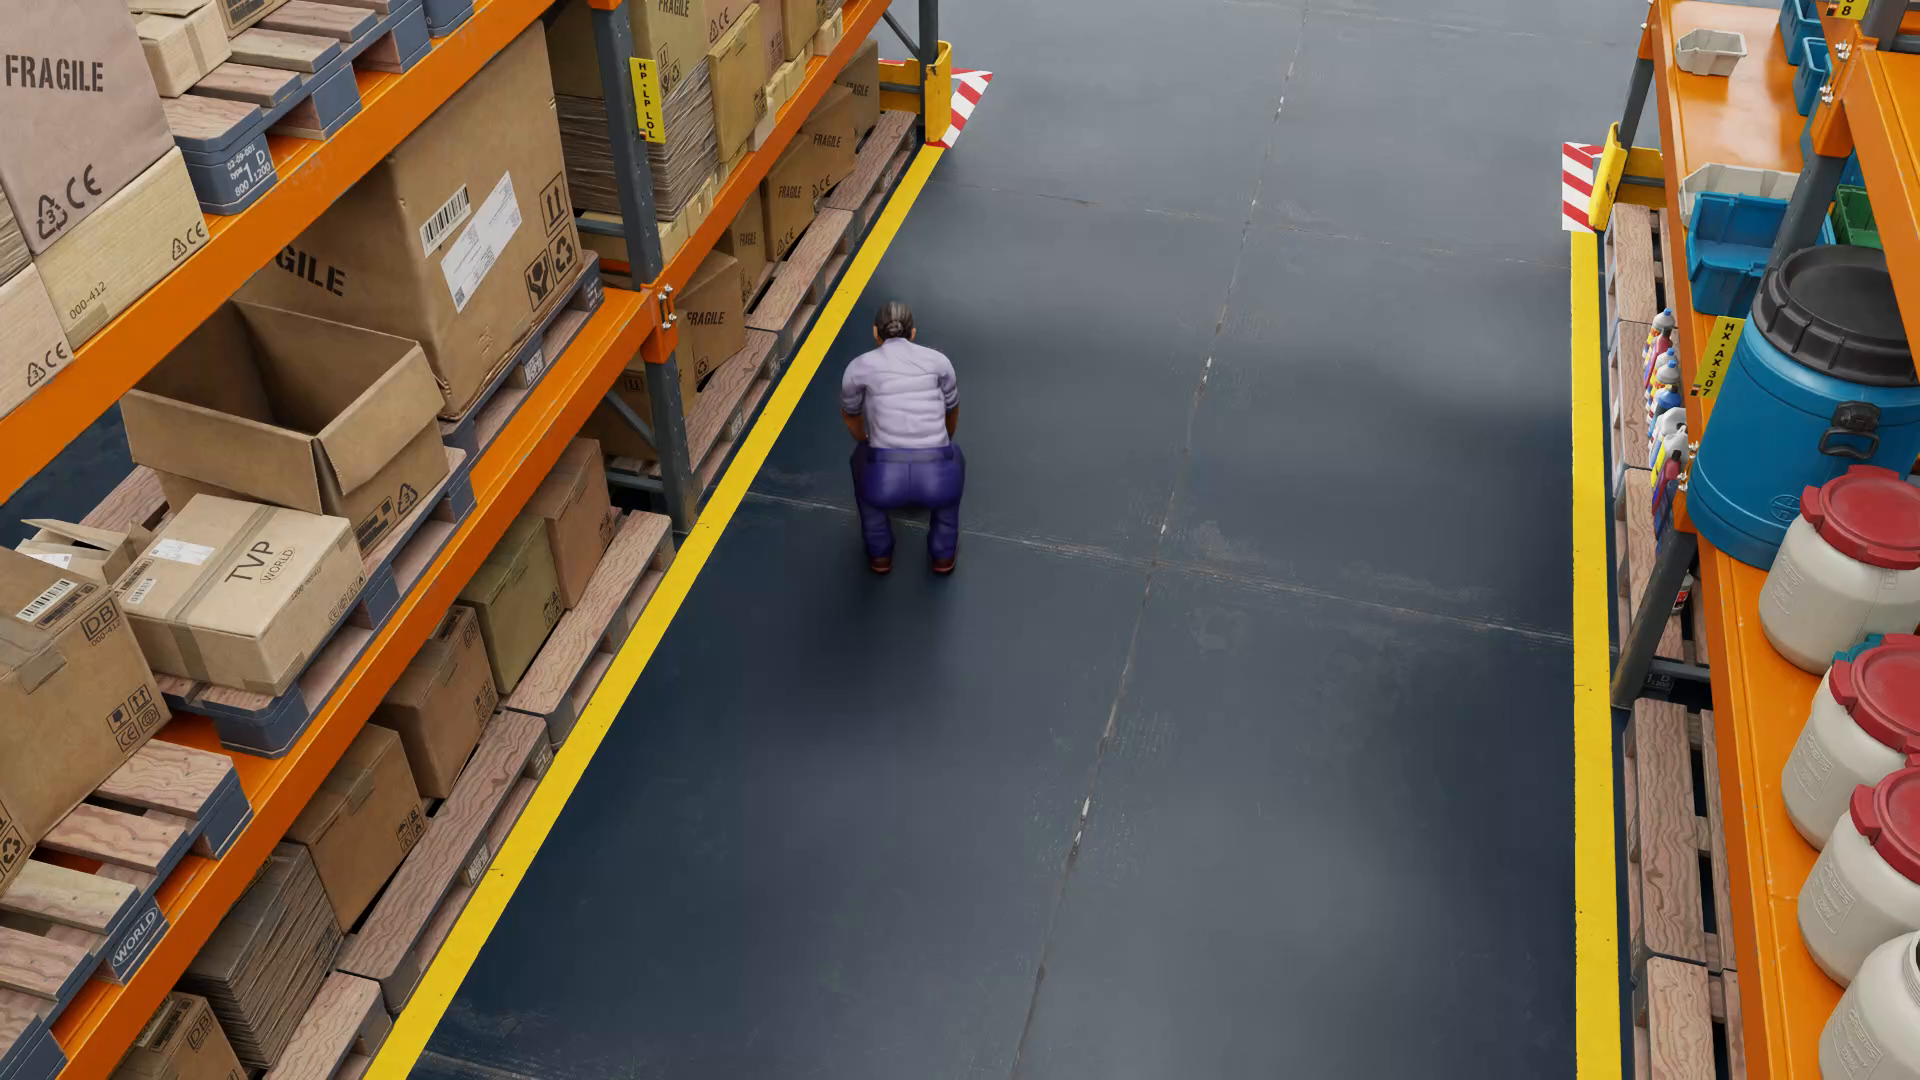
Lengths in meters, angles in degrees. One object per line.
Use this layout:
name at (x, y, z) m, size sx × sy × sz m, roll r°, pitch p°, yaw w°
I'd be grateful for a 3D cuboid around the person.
person at (-0.241, -0.387, 7.061) m, size 0.535 × 1.060 × 0.785 m, roll -1°, pitch 41°, yaw -1°
